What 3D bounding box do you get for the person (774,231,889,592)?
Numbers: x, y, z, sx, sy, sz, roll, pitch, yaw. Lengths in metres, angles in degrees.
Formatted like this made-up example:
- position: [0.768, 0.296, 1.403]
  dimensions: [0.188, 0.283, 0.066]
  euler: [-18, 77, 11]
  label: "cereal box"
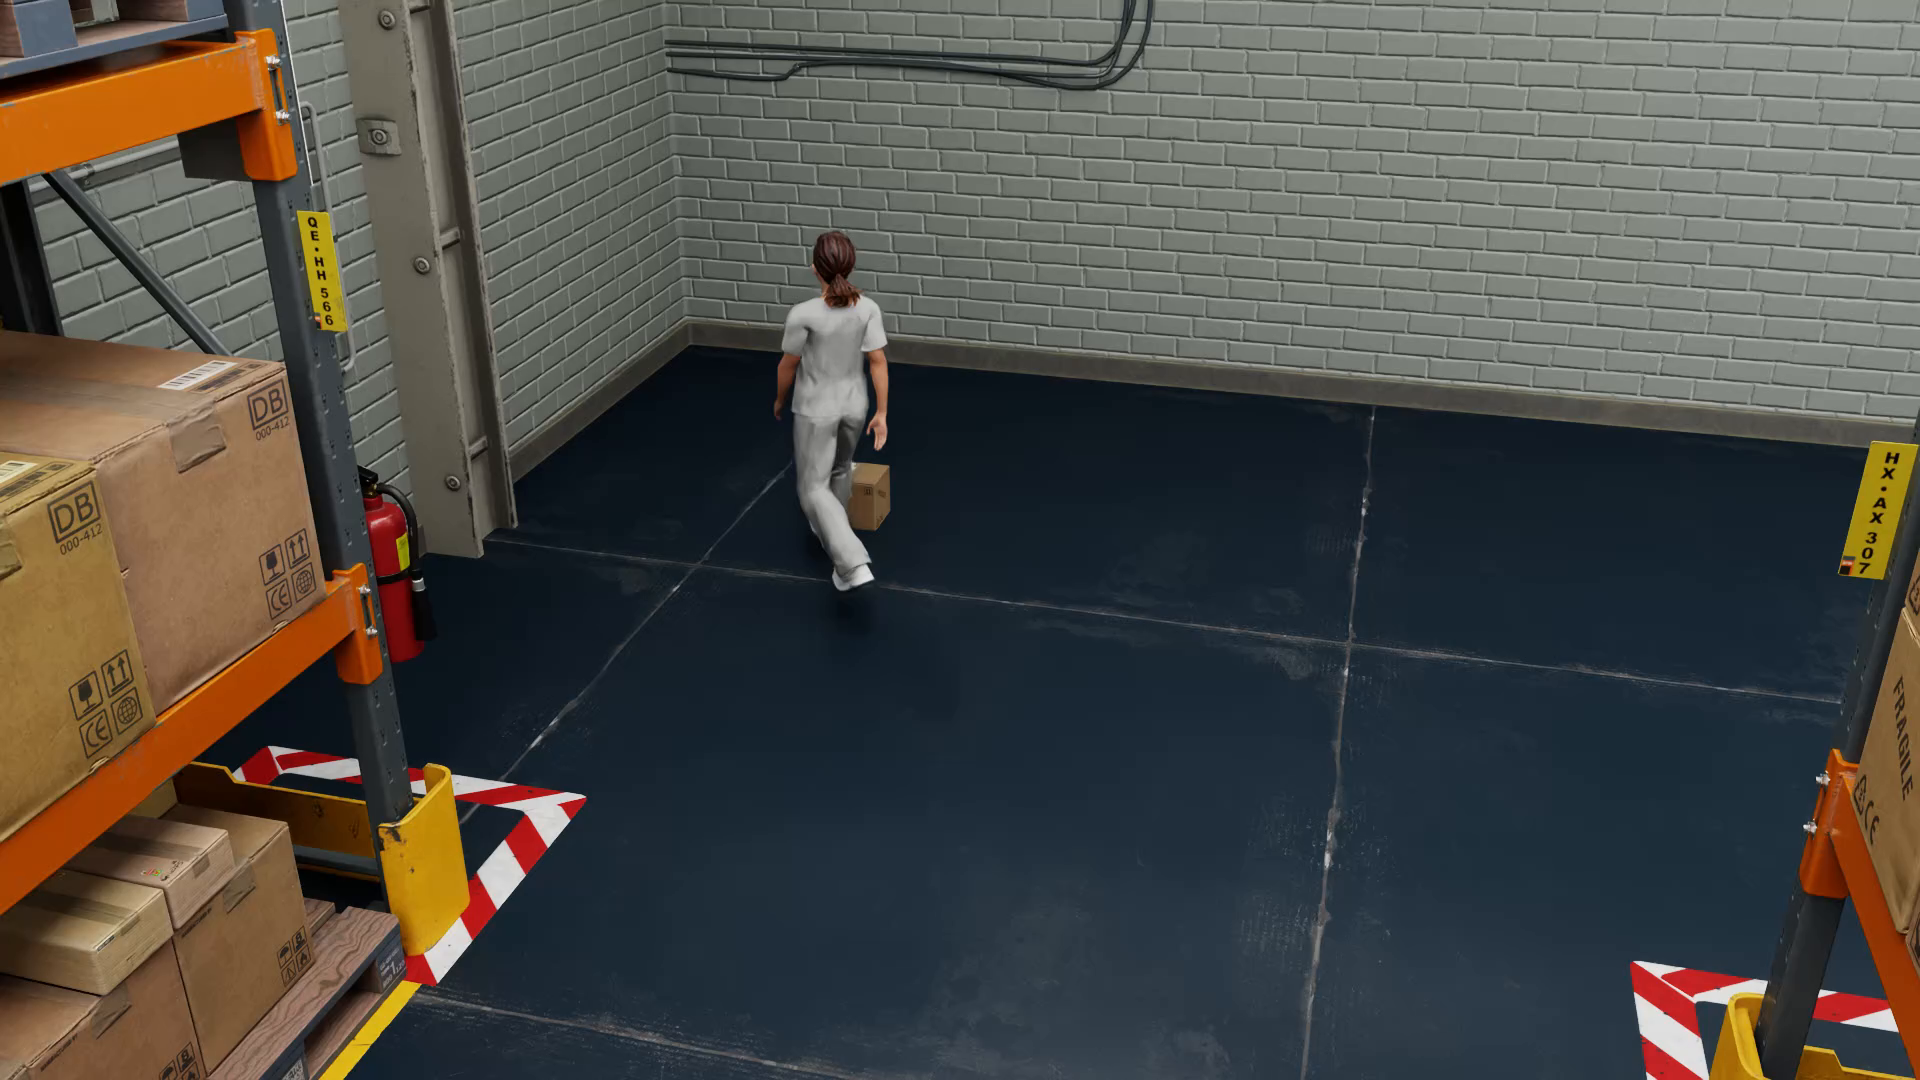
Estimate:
- position: [-0.576, -0.577, 7.356]
  dimensions: [0.447, 1.623, 0.980]
  euler: [-13, 29, -26]
  label: "person"
